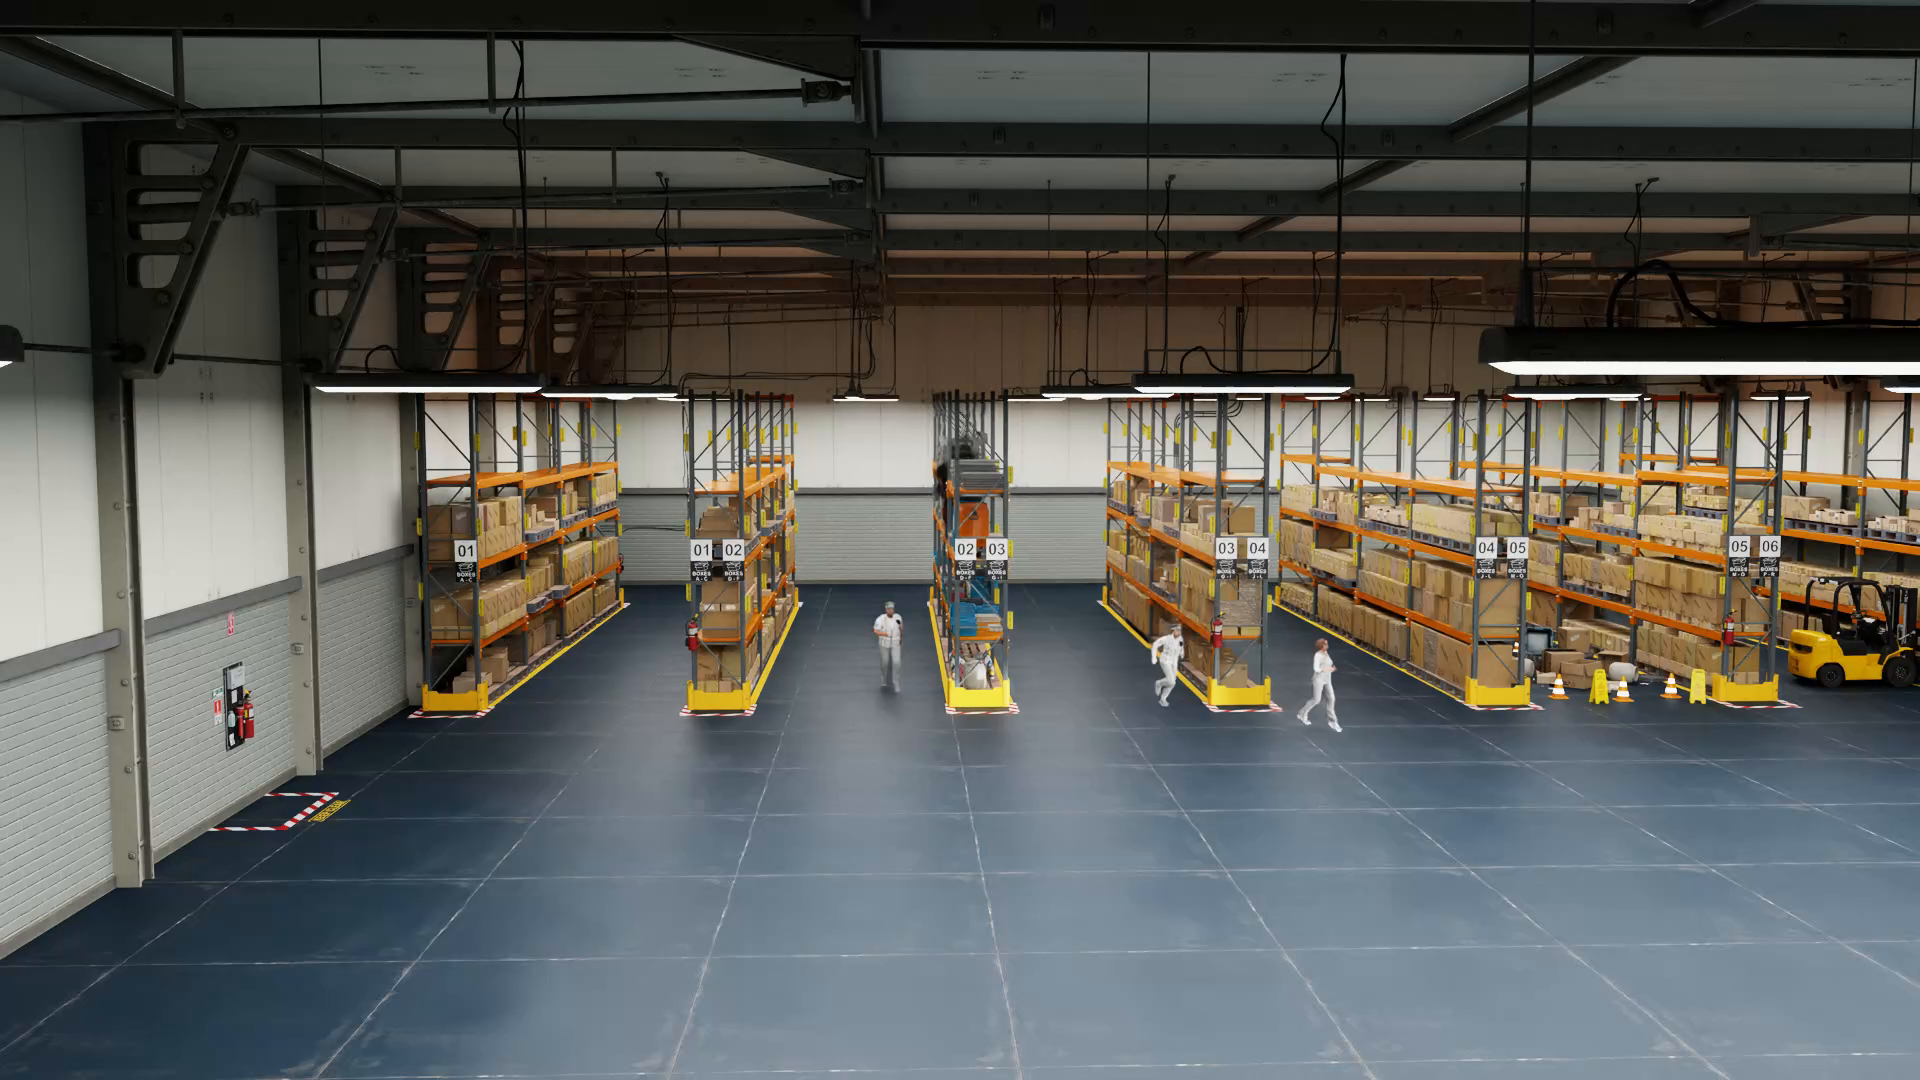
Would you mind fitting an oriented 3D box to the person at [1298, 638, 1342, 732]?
[{"bbox_3d":[6.333,2.543,29.273,0.810,1.606,0.529,4,6,40],"label":"person"}]

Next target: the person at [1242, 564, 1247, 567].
[{"bbox_3d":[7.887,1.070,46.231,0.727,1.807,0.828,0,5,2],"label":"person"}]

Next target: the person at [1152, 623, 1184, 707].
[{"bbox_3d":[3.985,2.357,31.563,0.601,1.615,0.665,-3,6,-35],"label":"person"}]

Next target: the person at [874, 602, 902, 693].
[{"bbox_3d":[-1.431,2.119,33.346,0.608,1.813,0.909,-1,5,-10],"label":"person"}]

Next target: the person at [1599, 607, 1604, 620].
[{"bbox_3d":[16.580,1.307,43.225,0.659,1.722,0.578,-1,5,-8],"label":"person"}]
